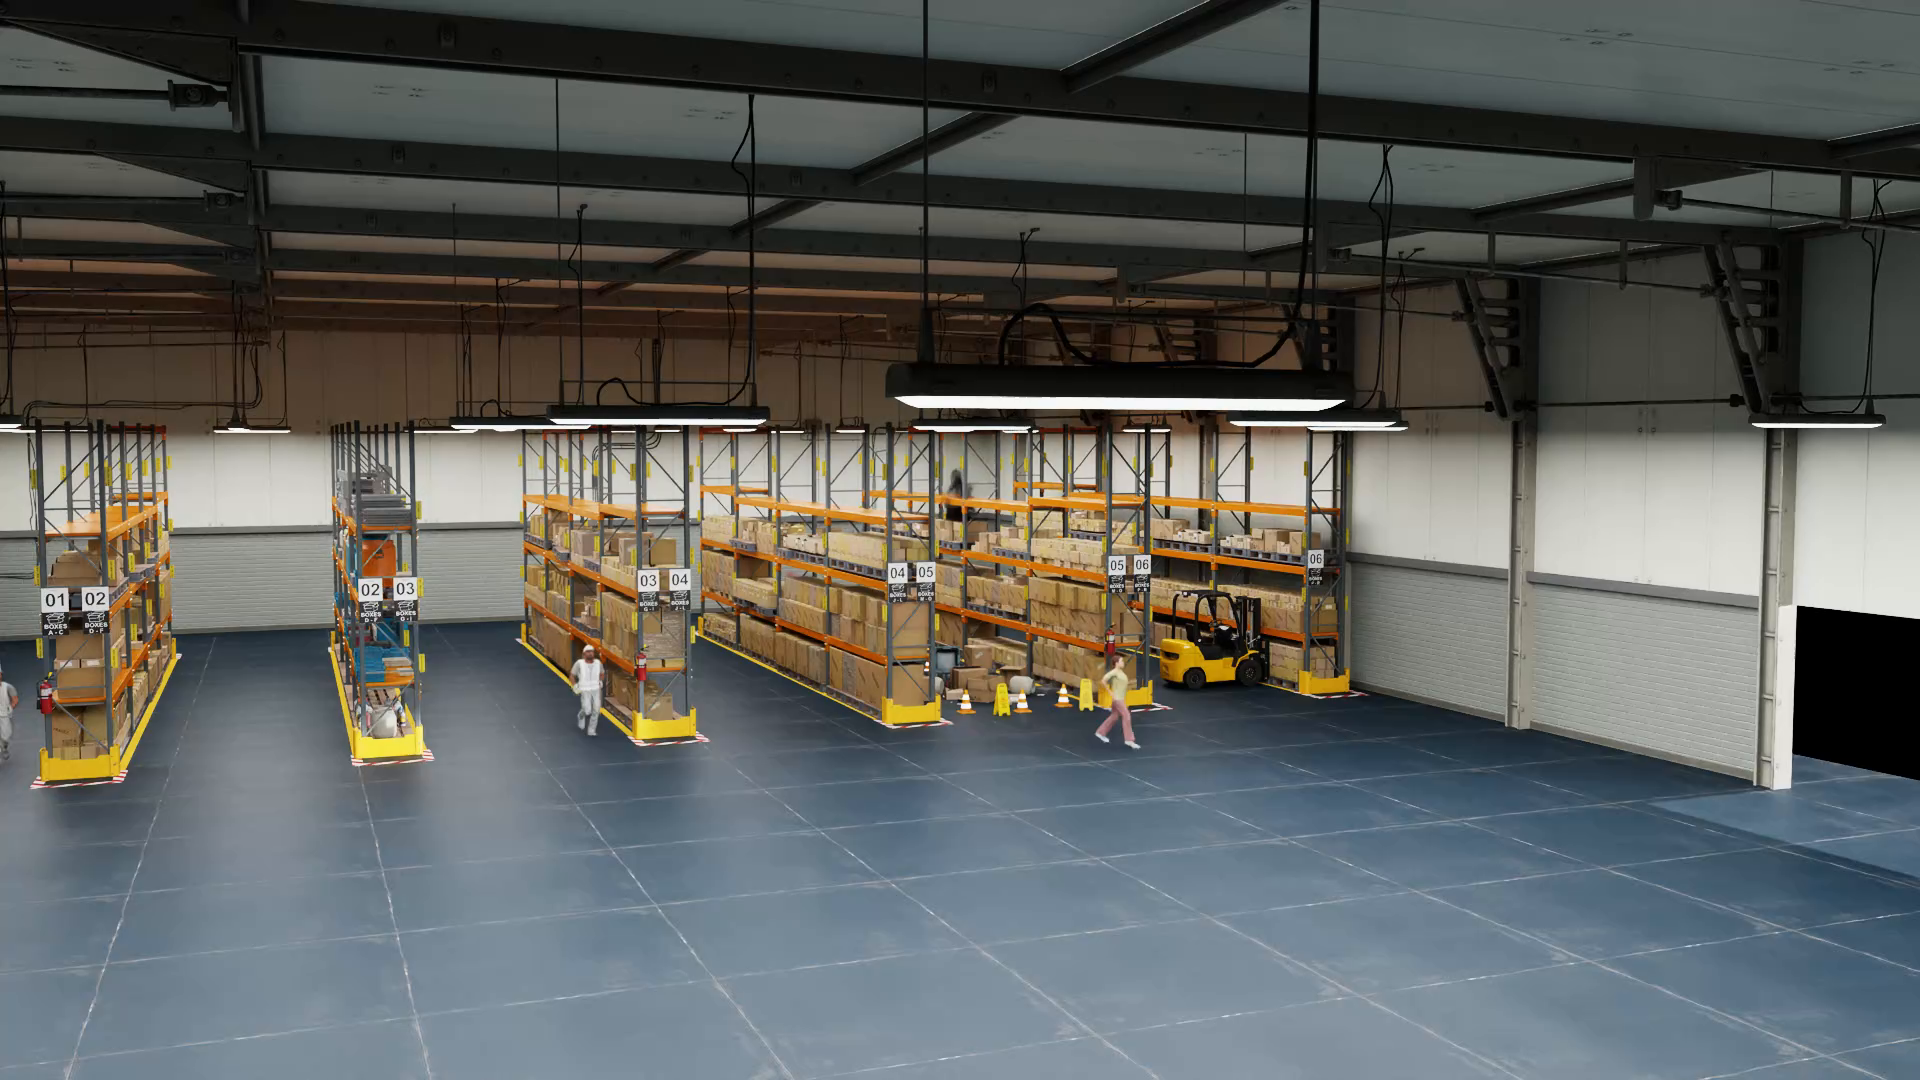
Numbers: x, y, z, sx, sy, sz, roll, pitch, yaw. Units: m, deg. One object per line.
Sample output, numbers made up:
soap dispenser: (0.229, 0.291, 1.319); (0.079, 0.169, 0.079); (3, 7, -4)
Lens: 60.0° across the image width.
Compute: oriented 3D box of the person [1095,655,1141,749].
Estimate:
person: (2.902, 2.957, 30.564); (0.903, 1.694, 0.563); (1, 4, 20)

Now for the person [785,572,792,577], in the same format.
person: (-4.928, 1.807, 47.796); (0.655, 1.786, 0.936); (-2, 4, -25)

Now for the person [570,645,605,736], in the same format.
person: (-7.078, 2.869, 31.762); (0.674, 1.721, 0.574); (-2, 4, -28)

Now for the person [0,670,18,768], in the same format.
person: (-16.644, 3.056, 28.734); (0.655, 1.738, 0.623); (-2, 4, -28)
